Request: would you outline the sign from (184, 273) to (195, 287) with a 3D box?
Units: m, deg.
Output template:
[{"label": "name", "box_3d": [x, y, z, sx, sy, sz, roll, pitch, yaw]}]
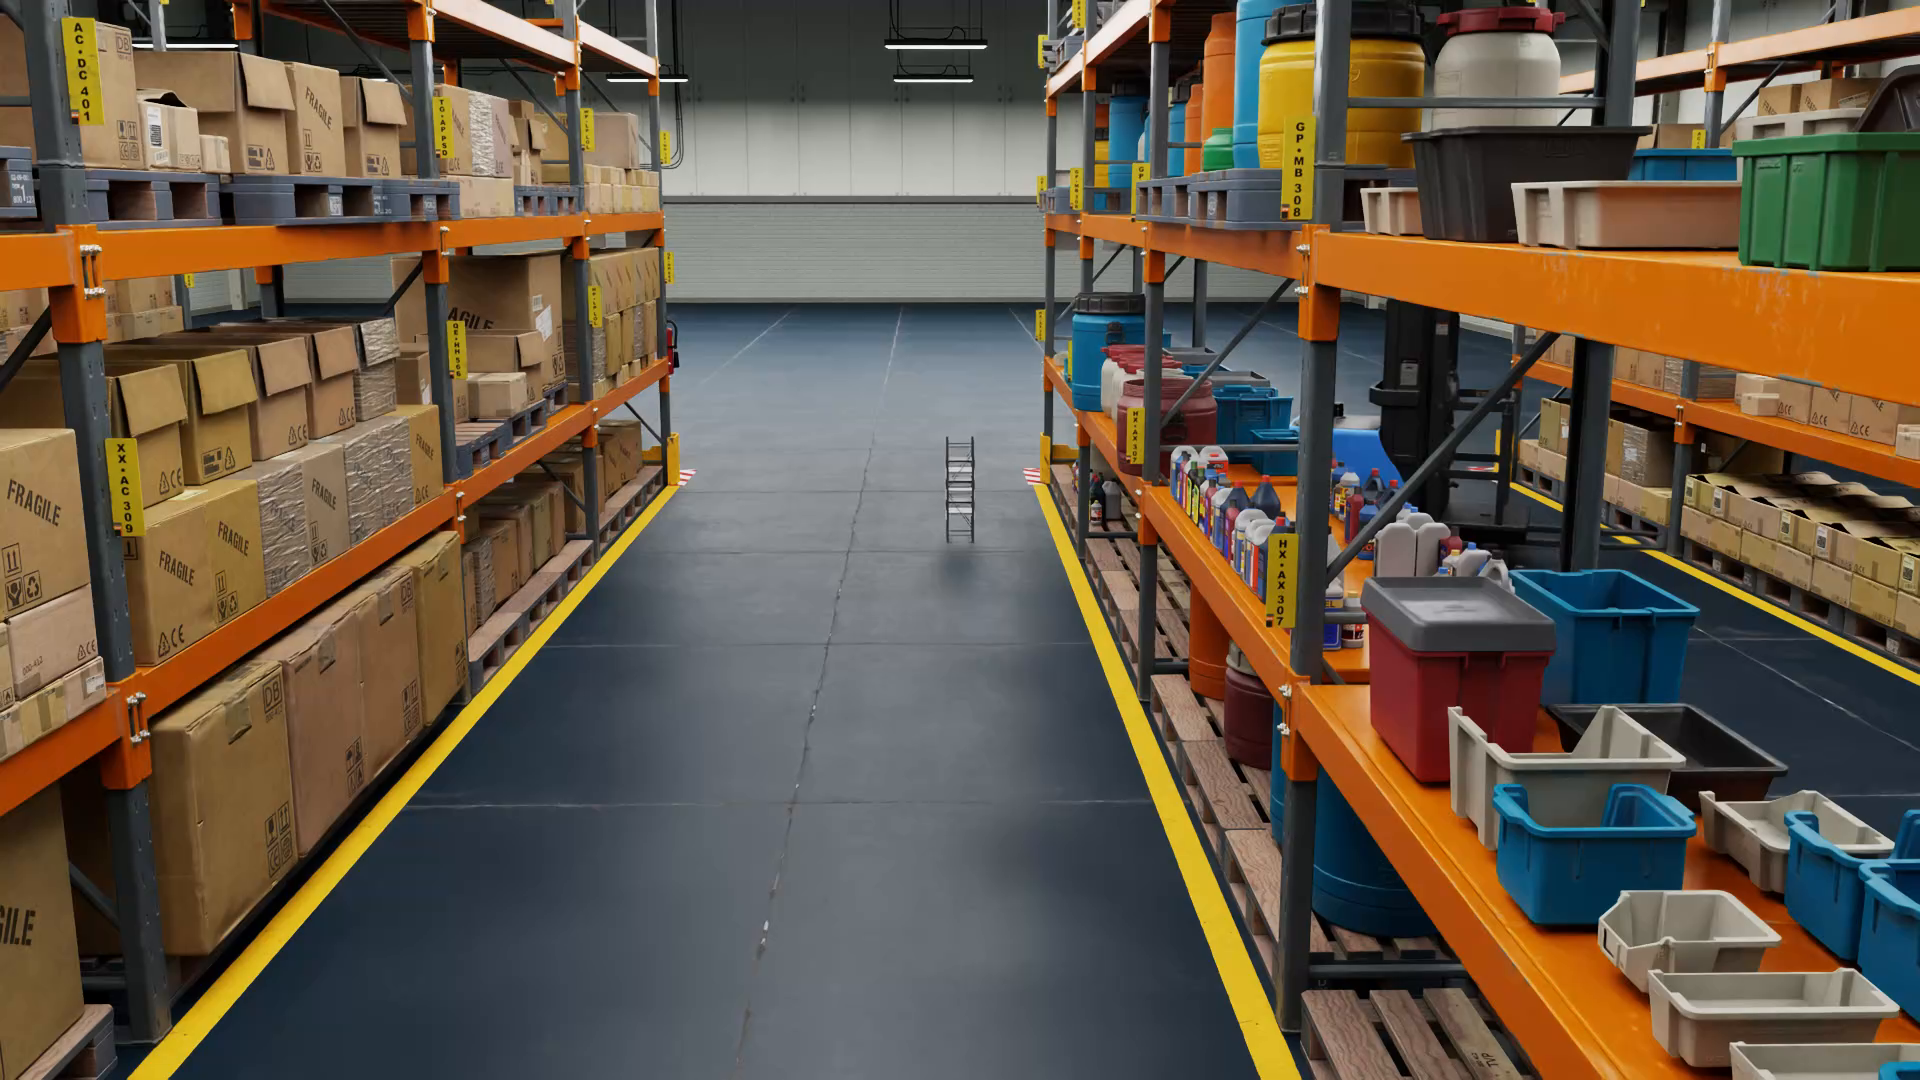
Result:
[{"label": "sign", "box_3d": [-7.977, -2.775, 17.187, 0.100, 0.325, 0.005, 0, 11, -1]}]

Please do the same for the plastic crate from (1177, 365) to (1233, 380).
[{"label": "plastic crate", "box_3d": [1.810, -1.092, 12.438, 0.392, 0.384, 0.575, 0, 11, -1]}]

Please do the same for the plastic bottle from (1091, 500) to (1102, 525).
[{"label": "plastic bottle", "box_3d": [1.157, -0.233, 14.094, 0.097, 0.201, 0.097, 0, 11, 0]}]

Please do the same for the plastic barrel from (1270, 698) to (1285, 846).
[{"label": "plastic barrel", "box_3d": [1.632, 0.846, 7.066, 0.600, 0.901, 0.708, 0, 11, -1]}]

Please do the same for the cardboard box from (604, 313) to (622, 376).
[{"label": "cardboard box", "box_3d": [-3.399, -1.682, 14.304, 0.875, 0.500, 0.500, 0, 11, -1]}]

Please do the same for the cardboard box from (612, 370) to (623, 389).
[{"label": "cardboard box", "box_3d": [-3.183, -1.417, 14.632, 0.380, 0.149, 0.250, 0, 11, -1]}]

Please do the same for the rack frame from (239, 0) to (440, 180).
[{"label": "rack frame", "box_3d": [-3.393, -3.442, 8.895, 1.000, 3.000, 0.127, 0, 11, -1]}]

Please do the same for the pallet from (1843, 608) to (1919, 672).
[{"label": "pallet", "box_3d": [6.533, 0.660, 10.773, 1.003, 0.211, 1.213, 0, 11, -1]}]

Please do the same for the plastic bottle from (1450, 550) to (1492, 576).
[{"label": "plastic bottle", "box_3d": [2.005, 0.167, 6.504, 0.152, 0.276, 0.135, 0, 11, -1]}]

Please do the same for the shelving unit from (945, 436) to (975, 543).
[{"label": "shelving unit", "box_3d": [0.000, -0.439, 14.462, 0.258, 0.900, 0.210, 0, 11, -1]}]

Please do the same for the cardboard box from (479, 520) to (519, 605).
[{"label": "cardboard box", "box_3d": [-3.470, 0.151, 11.451, 0.700, 0.500, 0.500, 1, 11, 4]}]

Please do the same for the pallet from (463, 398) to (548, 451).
[{"label": "pallet", "box_3d": [-3.475, -0.802, 11.449, 1.003, 0.211, 1.213, 0, 11, -1]}]

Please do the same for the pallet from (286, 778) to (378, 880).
[{"label": "pallet", "box_3d": [-3.430, 1.263, 7.802, 1.003, 0.211, 1.213, 0, 11, -1]}]

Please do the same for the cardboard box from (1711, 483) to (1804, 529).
[{"label": "cardboard box", "box_3d": [6.193, -0.288, 12.883, 0.500, 0.311, 0.500, 0, 11, -2]}]

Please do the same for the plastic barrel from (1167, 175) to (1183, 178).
[{"label": "plastic barrel", "box_3d": [1.299, -2.177, 10.548, 0.301, 0.262, 0.301, 0, 11, 0]}]

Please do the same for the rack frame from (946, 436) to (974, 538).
[{"label": "rack frame", "box_3d": [-0.002, -0.460, 14.561, 0.240, 0.900, 0.006, 0, 11, -1]}]

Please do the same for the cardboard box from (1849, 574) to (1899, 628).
[{"label": "cardboard box", "box_3d": [6.242, 0.393, 10.935, 0.500, 0.250, 0.500, 0, 11, -2]}]

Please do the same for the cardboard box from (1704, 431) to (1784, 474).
[{"label": "cardboard box", "box_3d": [6.732, -0.657, 14.225, 0.500, 0.500, 0.500, 0, 11, -1]}]

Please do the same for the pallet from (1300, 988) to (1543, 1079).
[{"label": "pallet", "box_3d": [1.695, 1.785, 5.230, 1.003, 0.211, 1.213, 0, 11, -1]}]

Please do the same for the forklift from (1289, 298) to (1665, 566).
[{"label": "forklift", "box_3d": [4.248, -1.315, 13.668, 3.031, 2.935, 1.130, 4, 12, 20]}]

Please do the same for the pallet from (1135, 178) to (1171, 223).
[{"label": "pallet", "box_3d": [1.477, -1.748, 8.560, 1.003, 0.211, 1.213, 0, 11, -1]}]

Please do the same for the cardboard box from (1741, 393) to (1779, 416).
[{"label": "cardboard box", "box_3d": [6.242, -1.037, 12.760, 0.380, 0.149, 0.250, 0, 11, -1]}]

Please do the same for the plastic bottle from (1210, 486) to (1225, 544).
[{"label": "plastic bottle", "box_3d": [1.243, -0.120, 7.928, 0.097, 0.271, 0.097, 0, 11, 0]}]

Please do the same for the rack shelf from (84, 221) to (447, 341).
[{"label": "rack shelf", "box_3d": [-3.352, -1.222, 7.305, 1.077, 0.370, 4.000, 0, 11, -1]}]

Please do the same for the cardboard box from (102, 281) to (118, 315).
[{"label": "cardboard box", "box_3d": [-8.571, -2.400, 15.753, 0.875, 0.550, 0.550, 0, 11, -1]}]

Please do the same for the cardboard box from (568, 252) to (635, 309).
[{"label": "cardboard box", "box_3d": [-3.274, -2.371, 15.187, 0.500, 0.500, 0.500, 0, 11, -1]}]

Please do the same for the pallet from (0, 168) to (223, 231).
[{"label": "pallet", "box_3d": [-3.379, -1.266, 6.190, 0.805, 0.209, 1.217, -1, 11, -3]}]

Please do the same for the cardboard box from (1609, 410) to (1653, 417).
[{"label": "cardboard box", "box_3d": [6.163, -0.953, 15.684, 0.500, 0.500, 0.500, 0, 11, -1]}]

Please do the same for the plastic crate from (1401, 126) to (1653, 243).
[{"label": "plastic crate", "box_3d": [1.393, -0.886, 4.164, 0.497, 0.269, 0.590, 0, 11, -1]}]

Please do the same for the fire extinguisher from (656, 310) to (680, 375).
[{"label": "fire extinguisher", "box_3d": [-3.100, -2.079, 17.459, 0.296, 0.674, 0.183, 0, 11, -1]}]

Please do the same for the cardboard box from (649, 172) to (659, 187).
[{"label": "cardboard box", "box_3d": [-3.241, -3.631, 16.741, 0.380, 0.149, 0.250, 0, 11, -1]}]

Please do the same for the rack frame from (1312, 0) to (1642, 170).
[{"label": "rack frame", "box_3d": [1.641, -2.668, 5.076, 1.000, 3.000, 0.127, 0, 11, -1]}]

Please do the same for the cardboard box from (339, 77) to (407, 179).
[{"label": "cardboard box", "box_3d": [-3.309, -2.108, 8.545, 0.797, 0.503, 0.637, 0, 11, 2]}]

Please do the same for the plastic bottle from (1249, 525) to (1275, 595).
[{"label": "plastic bottle", "box_3d": [1.292, 0.083, 6.916, 0.152, 0.276, 0.135, 0, 11, -1]}]

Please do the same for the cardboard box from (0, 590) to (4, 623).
[{"label": "cardboard box", "box_3d": [-3.028, 0.043, 4.547, 0.500, 0.500, 0.500, 0, 11, -1]}]

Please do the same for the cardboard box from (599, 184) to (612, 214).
[{"label": "cardboard box", "box_3d": [-3.245, -2.890, 14.092, 0.500, 0.250, 0.500, 0, 11, -2]}]

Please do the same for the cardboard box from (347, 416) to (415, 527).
[{"label": "cardboard box", "box_3d": [-3.131, -0.355, 8.514, 0.500, 0.500, 0.500, 0, 11, -2]}]

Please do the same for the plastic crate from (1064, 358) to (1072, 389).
[{"label": "plastic crate", "box_3d": [1.182, -1.464, 14.604, 0.499, 0.251, 0.616, 0, 11, -1]}]

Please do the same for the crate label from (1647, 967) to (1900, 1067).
[{"label": "crate label", "box_3d": [1.504, 0.893, 3.125, 0.396, 0.136, 0.243, 0, 11, -1]}]

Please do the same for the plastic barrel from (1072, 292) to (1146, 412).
[{"label": "plastic barrel", "box_3d": [1.181, -1.485, 13.076, 0.600, 0.901, 0.708, 0, 11, -1]}]

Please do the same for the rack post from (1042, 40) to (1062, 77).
[{"label": "rack post", "box_3d": [1.282, -4.657, 16.140, 0.937, 0.300, 0.954, 1, 12, 5]}]

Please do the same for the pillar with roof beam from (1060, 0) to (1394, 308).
[{"label": "pillar with roof beam", "box_3d": [7.253, -10.904, 45.673, 9.100, 9.000, 0.548, 0, 11, -1]}]

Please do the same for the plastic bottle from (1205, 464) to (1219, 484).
[{"label": "plastic bottle", "box_3d": [1.290, -0.257, 8.607, 0.097, 0.271, 0.097, 0, 11, 0]}]

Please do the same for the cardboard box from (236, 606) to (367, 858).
[{"label": "cardboard box", "box_3d": [-3.363, 0.823, 7.243, 1.225, 0.875, 0.875, -1, 11, -3]}]

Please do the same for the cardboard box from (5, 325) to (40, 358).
[{"label": "cardboard box", "box_3d": [-8.491, -1.553, 14.294, 0.875, 0.550, 0.550, 0, 11, -1]}]

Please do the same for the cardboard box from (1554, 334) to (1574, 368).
[{"label": "cardboard box", "box_3d": [6.358, -1.984, 16.545, 0.700, 0.500, 0.500, 0, 11, 0]}]

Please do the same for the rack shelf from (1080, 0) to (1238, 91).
[{"label": "rack shelf", "box_3d": [1.517, -3.312, 11.066, 1.077, 0.370, 4.000, 0, 11, -1]}]

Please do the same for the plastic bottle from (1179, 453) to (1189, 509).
[{"label": "plastic bottle", "box_3d": [1.205, -0.313, 8.849, 0.061, 0.283, 0.133, 0, 11, -1]}]

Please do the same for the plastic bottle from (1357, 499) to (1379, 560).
[{"label": "plastic bottle", "box_3d": [1.865, -0.050, 7.583, 0.097, 0.271, 0.097, 0, 11, 0]}]

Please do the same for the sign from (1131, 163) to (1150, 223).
[{"label": "sign", "box_3d": [1.009, -1.938, 9.286, 0.100, 0.325, 0.005, 0, 11, -1]}]

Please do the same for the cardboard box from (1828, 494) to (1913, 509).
[{"label": "cardboard box", "box_3d": [6.748, -0.189, 12.394, 0.500, 0.311, 0.500, 0, 11, -1]}]

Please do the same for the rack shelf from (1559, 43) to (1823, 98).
[{"label": "rack shelf", "box_3d": [6.387, -4.127, 15.082, 1.077, 0.370, 4.000, 0, 11, -1]}]

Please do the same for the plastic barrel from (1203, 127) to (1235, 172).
[{"label": "plastic barrel", "box_3d": [1.351, -1.911, 8.224, 0.294, 0.245, 0.294, 0, 11, 0]}]

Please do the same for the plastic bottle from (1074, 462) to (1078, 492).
[{"label": "plastic bottle", "box_3d": [1.106, -0.591, 15.651, 0.061, 0.283, 0.133, 0, 11, 0]}]

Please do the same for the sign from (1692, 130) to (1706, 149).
[{"label": "sign", "box_3d": [5.873, -3.097, 13.237, 0.100, 0.325, 0.005, 0, 11, -1]}]

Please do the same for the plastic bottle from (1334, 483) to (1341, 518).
[{"label": "plastic bottle", "box_3d": [1.988, -0.220, 8.598, 0.097, 0.201, 0.097, 0, 11, 0]}]

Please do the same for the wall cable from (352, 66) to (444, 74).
[{"label": "wall cable", "box_3d": [-15.970, -12.348, 47.897, 3.097, 2.526, 0.112, 0, 11, -1]}]

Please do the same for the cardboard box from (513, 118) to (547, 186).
[{"label": "cardboard box", "box_3d": [-3.565, -2.930, 12.598, 0.797, 0.503, 0.637, -1, 11, -4]}]
